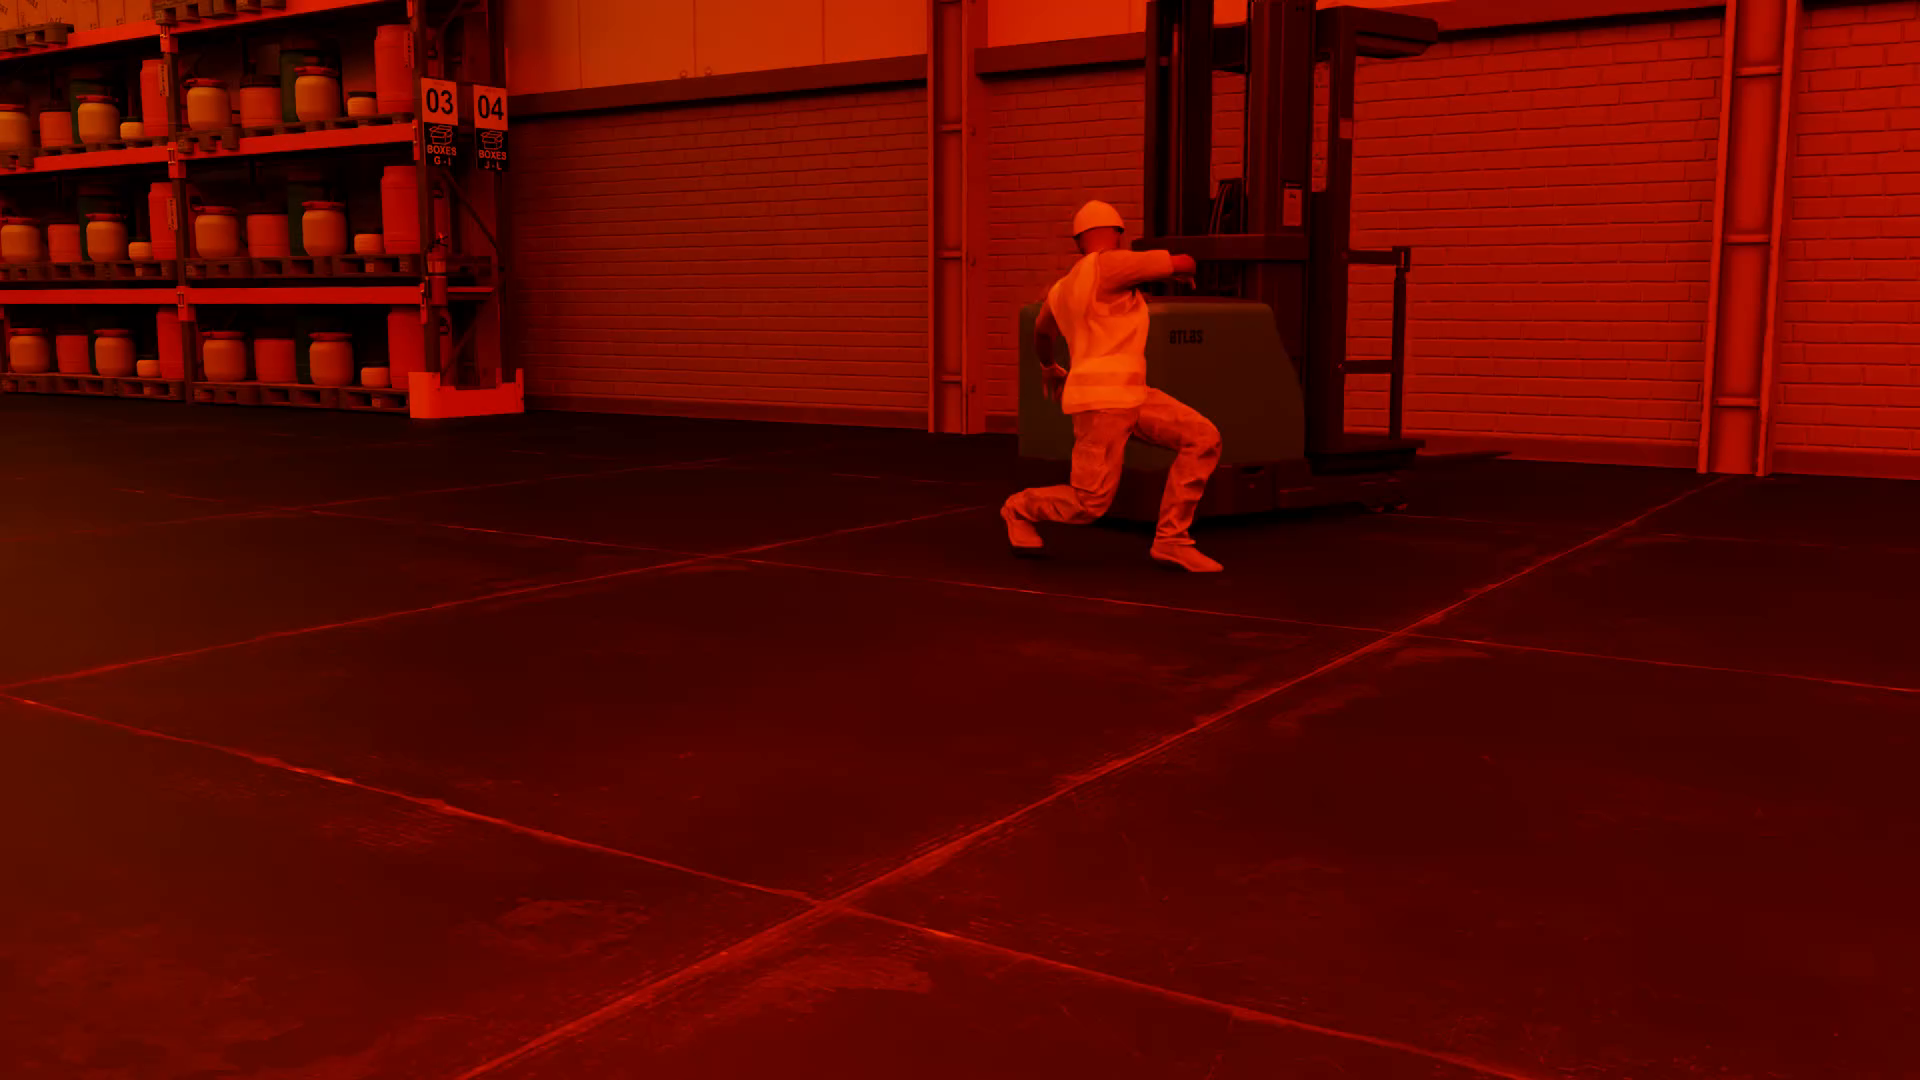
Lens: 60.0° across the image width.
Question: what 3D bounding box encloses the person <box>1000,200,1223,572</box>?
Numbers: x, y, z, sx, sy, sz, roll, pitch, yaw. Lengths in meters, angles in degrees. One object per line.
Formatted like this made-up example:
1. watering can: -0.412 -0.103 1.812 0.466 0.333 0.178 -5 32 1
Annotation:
1. person: 0.659 -0.652 6.966 0.993 1.513 0.843 3 9 19

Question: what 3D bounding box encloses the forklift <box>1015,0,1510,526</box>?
1. forklift: 1.762 -1.645 8.764 3.031 2.935 1.130 -6 10 -37
